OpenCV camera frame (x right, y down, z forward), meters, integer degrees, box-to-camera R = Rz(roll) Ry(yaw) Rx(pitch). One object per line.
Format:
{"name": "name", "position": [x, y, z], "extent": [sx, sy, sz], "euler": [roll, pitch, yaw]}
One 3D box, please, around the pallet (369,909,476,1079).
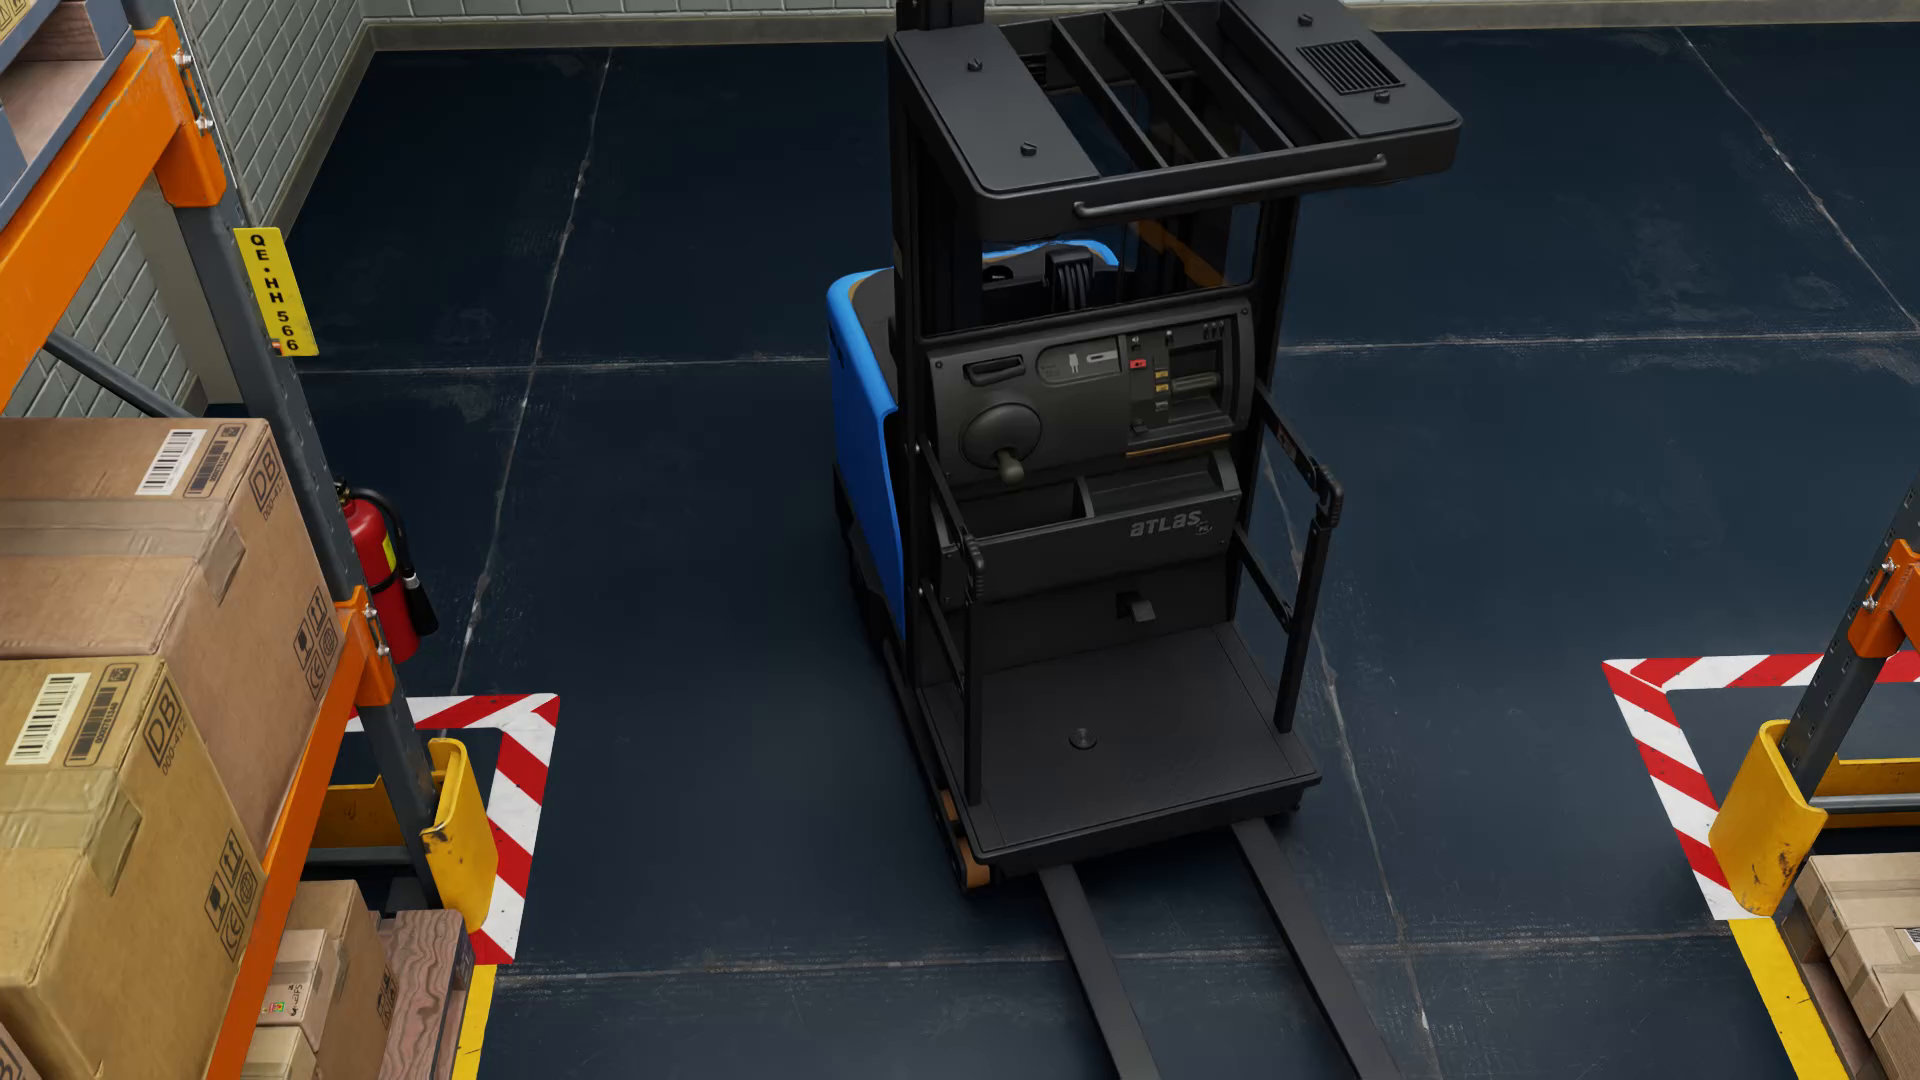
{"name": "pallet", "position": [-1.901, 1.557, 4.396], "extent": [1.003, 0.211, 1.213], "euler": [-2, 43, -2]}

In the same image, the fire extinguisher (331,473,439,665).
{"name": "fire extinguisher", "position": [-1.559, 0.042, 4.317], "extent": [0.296, 0.674, 0.183], "euler": [-2, 43, -2]}

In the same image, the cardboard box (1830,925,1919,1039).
{"name": "cardboard box", "position": [2.621, 1.190, 4.503], "extent": [0.380, 0.166, 0.250], "euler": [-2, 43, -2]}

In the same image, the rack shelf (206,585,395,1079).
{"name": "rack shelf", "position": [-1.928, 1.607, 2.810], "extent": [1.077, 0.370, 4.000], "euler": [-2, 43, -2]}

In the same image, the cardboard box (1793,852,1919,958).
{"name": "cardboard box", "position": [2.610, 1.028, 4.693], "extent": [0.380, 0.149, 0.250], "euler": [-2, 43, -2]}

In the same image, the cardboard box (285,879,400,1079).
{"name": "cardboard box", "position": [-1.884, 1.228, 4.230], "extent": [0.700, 0.500, 0.500], "euler": [-2, 43, -2]}

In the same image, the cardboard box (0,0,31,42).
{"name": "cardboard box", "position": [-1.717, -0.764, 2.370], "extent": [0.500, 0.250, 0.500], "euler": [0, 43, 0]}

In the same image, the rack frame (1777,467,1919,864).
{"name": "rack frame", "position": [2.936, -0.154, 4.198], "extent": [1.000, 3.000, 0.127], "euler": [-2, 43, -2]}

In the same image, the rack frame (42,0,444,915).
{"name": "rack frame", "position": [-2.013, -0.009, 4.040], "extent": [1.000, 3.000, 0.127], "euler": [-2, 43, -2]}

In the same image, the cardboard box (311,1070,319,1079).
{"name": "cardboard box", "position": [-1.862, 1.565, 3.862], "extent": [0.700, 0.500, 0.500], "euler": [-2, 43, -2]}

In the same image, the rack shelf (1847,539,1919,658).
{"name": "rack shelf", "position": [3.021, 1.462, 2.968], "extent": [1.077, 0.370, 4.000], "euler": [-2, 43, -2]}

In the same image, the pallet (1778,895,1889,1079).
{"name": "pallet", "position": [2.974, 1.464, 4.497], "extent": [1.003, 0.211, 1.213], "euler": [-2, 43, -2]}

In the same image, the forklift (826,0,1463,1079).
{"name": "forklift", "position": [0.435, -0.320, 4.430], "extent": [1.130, 2.935, 3.031], "euler": [-11, 44, -12]}

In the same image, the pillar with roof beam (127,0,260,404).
{"name": "pillar with roof beam", "position": [1.309, -4.142, 4.109], "extent": [9.100, 9.000, 0.400], "euler": [-2, 43, -2]}

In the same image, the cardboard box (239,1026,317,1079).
{"name": "cardboard box", "position": [-1.685, 1.242, 3.734], "extent": [0.380, 0.149, 0.250], "euler": [-1, 43, -1]}

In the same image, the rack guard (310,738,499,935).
{"name": "rack guard", "position": [-2.014, 0.896, 4.902], "extent": [1.175, 0.500, 0.348], "euler": [-2, 43, -2]}

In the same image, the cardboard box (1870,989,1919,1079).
{"name": "cardboard box", "position": [2.697, 1.411, 4.200], "extent": [0.500, 0.250, 0.500], "euler": [-2, 43, -2]}

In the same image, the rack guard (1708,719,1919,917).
{"name": "rack guard", "position": [2.939, 0.819, 4.986], "extent": [1.175, 0.500, 0.348], "euler": [-2, 43, -2]}

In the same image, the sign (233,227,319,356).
{"name": "sign", "position": [-1.471, -0.529, 3.575], "extent": [0.100, 0.325, 0.005], "euler": [-2, 43, -2]}

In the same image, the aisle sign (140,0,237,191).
{"name": "aisle sign", "position": [-1.717, -1.024, 3.224], "extent": [0.394, 0.787, 0.004], "euler": [-2, 43, -2]}

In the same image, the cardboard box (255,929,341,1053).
{"name": "cardboard box", "position": [-1.696, 1.070, 3.922], "extent": [0.380, 0.149, 0.250], "euler": [-2, 43, -2]}

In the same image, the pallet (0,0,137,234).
{"name": "pallet", "position": [-1.971, -0.581, 2.510], "extent": [1.003, 0.211, 1.213], "euler": [-2, 43, -2]}

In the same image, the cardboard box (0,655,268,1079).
{"name": "cardboard box", "position": [-1.940, 0.715, 3.028], "extent": [0.980, 0.700, 0.700], "euler": [-2, 43, -2]}

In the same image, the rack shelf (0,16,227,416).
{"name": "rack shelf", "position": [-1.928, 0.501, 1.796], "extent": [1.077, 0.370, 4.000], "euler": [-2, 43, -2]}

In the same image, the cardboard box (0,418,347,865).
{"name": "cardboard box", "position": [-1.982, 0.225, 3.563], "extent": [0.980, 0.700, 0.700], "euler": [0, 43, 0]}
